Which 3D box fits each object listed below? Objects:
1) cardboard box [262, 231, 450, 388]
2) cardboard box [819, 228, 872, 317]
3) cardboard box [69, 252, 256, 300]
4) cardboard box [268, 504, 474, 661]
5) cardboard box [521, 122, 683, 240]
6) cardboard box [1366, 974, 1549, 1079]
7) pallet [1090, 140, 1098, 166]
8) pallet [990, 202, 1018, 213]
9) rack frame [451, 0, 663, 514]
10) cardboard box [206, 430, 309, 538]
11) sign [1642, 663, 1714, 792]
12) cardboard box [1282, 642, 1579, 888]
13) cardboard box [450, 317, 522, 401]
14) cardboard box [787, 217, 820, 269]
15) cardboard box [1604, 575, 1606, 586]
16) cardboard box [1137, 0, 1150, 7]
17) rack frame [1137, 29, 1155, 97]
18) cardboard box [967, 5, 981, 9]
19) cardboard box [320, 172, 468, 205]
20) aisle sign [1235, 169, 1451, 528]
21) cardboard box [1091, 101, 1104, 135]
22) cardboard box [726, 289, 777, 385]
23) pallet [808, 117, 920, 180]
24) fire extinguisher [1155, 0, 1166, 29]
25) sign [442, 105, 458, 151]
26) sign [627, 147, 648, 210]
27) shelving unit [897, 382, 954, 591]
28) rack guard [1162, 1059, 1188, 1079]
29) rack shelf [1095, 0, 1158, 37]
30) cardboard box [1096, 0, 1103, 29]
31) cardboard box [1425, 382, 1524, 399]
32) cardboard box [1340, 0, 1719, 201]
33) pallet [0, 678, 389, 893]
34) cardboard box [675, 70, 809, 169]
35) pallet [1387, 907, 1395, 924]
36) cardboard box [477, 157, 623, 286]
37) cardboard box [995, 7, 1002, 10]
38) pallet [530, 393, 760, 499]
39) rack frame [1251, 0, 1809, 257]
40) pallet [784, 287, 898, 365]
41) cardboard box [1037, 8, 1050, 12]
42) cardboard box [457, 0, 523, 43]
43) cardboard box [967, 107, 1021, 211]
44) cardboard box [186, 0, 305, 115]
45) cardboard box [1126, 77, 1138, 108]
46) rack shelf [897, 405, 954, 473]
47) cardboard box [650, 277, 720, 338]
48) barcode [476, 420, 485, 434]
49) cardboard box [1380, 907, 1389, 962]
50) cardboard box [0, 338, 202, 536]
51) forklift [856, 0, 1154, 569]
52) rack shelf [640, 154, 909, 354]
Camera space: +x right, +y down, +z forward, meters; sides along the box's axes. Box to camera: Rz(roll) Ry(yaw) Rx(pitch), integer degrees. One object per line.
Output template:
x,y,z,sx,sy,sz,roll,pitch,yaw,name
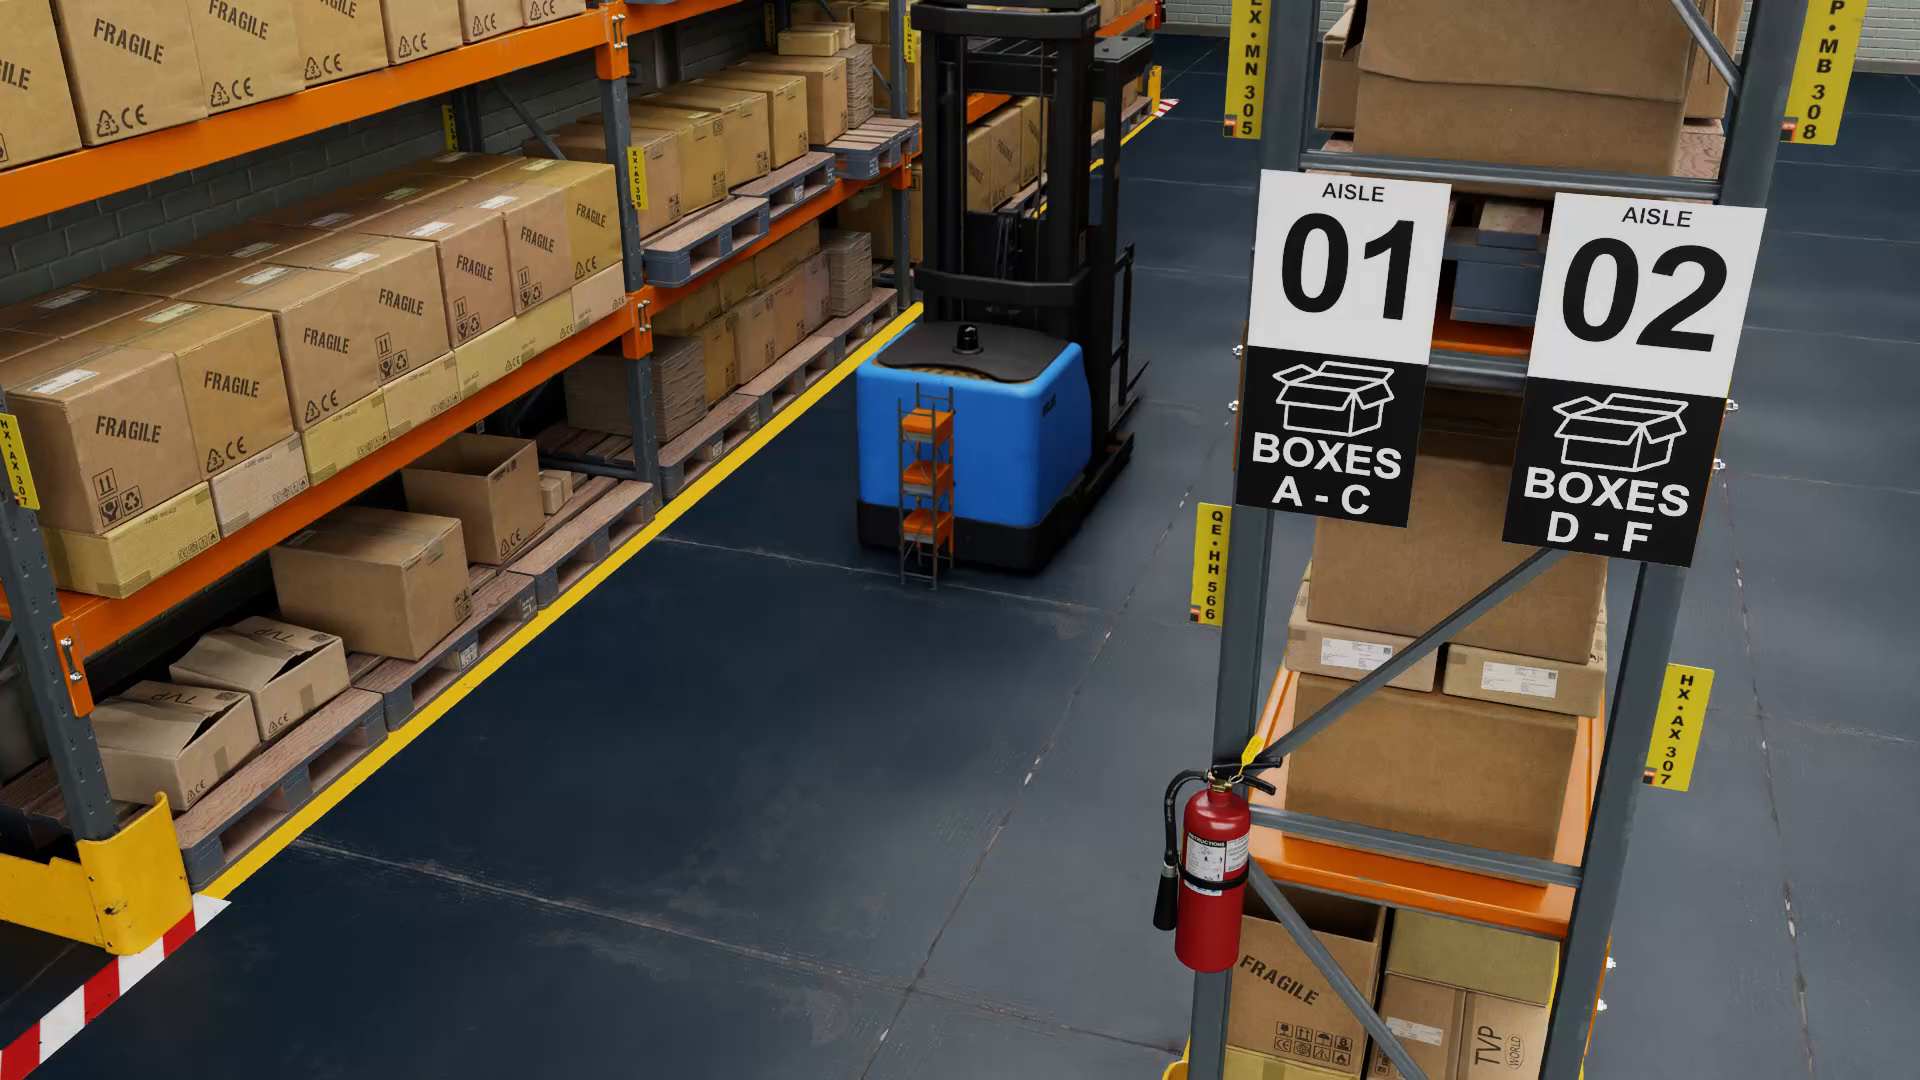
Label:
-2.588,-1.000,7.161,0.500,0.500,0.500,10,27,19,cardboard box
-1.071,-1.998,12.298,0.700,0.500,0.500,9,27,18,cardboard box
-3.241,-0.863,6.879,0.500,0.500,0.500,8,27,16,cardboard box
-2.746,0.186,7.787,0.700,0.500,0.500,7,27,14,cardboard box
-2.010,-2.032,9.385,0.700,0.500,0.500,9,27,18,cardboard box
1.518,1.636,5.102,0.500,0.250,0.500,9,27,17,cardboard box
0.778,-3.918,17.101,1.003,0.211,1.213,9,27,17,pallet
-0.139,-2.786,14.762,1.003,0.211,1.213,9,27,17,pallet
-2.211,-1.585,9.081,1.000,3.000,0.127,9,27,17,rack frame
-2.921,-0.252,6.479,0.500,0.250,0.500,8,27,16,cardboard box
1.651,0.433,3.828,0.100,0.325,0.005,9,27,17,sign
1.297,0.541,4.576,0.700,0.500,0.500,9,27,17,cardboard box
-2.410,-0.875,7.765,0.500,0.250,0.500,9,27,17,cardboard box
-1.320,-2.110,11.670,0.500,0.250,0.500,9,27,18,cardboard box
1.633,0.098,4.747,0.380,0.149,0.250,9,27,18,cardboard box
1.622,-6.440,18.765,0.980,0.700,0.700,10,28,20,cardboard box
1.782,-6.516,19.266,1.000,3.000,0.127,9,27,17,rack frame
-0.145,-4.330,13.412,0.500,0.250,0.500,9,27,18,cardboard box
-2.741,-1.489,8.172,0.500,0.500,0.500,9,27,17,cardboard box
0.831,-0.410,3.671,0.394,0.787,0.004,9,27,17,aisle sign
1.139,-4.645,17.789,0.700,0.500,0.500,9,27,19,cardboard box
-1.650,-1.386,11.034,0.700,0.500,0.500,9,27,18,cardboard box
-1.017,-2.834,11.881,1.213,0.211,1.003,9,27,17,pallet
2.267,-6.309,19.354,0.296,0.674,0.183,9,27,17,fire extinguisher
-2.736,-2.185,8.992,0.100,0.325,0.005,9,27,17,sign
-1.697,-1.899,8.736,0.100,0.325,0.005,9,27,17,sign
-0.174,-0.272,8.607,0.215,1.050,0.252,9,27,18,shelving unit
1.122,1.911,4.730,1.175,0.500,0.348,9,27,17,rack guard
1.116,-5.370,17.725,1.077,0.370,4.000,9,27,17,rack shelf
0.895,-5.527,16.879,0.980,0.700,0.700,8,27,16,cardboard box
1.485,-0.282,4.786,0.700,0.500,0.500,8,27,16,cardboard box
1.325,-1.108,3.894,0.797,0.503,0.637,11,28,21,cardboard box
-3.214,0.954,7.037,1.003,0.211,1.213,9,27,17,pallet
-1.421,-2.762,10.892,0.700,0.500,0.500,9,27,17,cardboard box
1.753,1.211,6.507,1.003,0.211,1.213,9,27,17,pallet
-2.077,-1.625,8.452,0.500,0.500,0.500,9,27,17,cardboard box
0.038,-4.212,14.028,0.500,0.500,0.500,10,27,19,cardboard box
-1.954,-0.650,10.350,1.003,0.211,1.213,9,27,17,pallet
1.130,-1.924,2.898,1.000,3.000,0.127,9,27,17,rack frame
-1.142,-1.653,12.421,1.003,0.211,1.213,9,27,17,pallet
0.535,-4.834,15.313,0.500,0.500,0.500,8,27,17,cardboard box
-2.327,-2.540,7.473,0.500,0.500,0.500,6,27,13,cardboard box
0.064,-3.442,14.902,0.750,0.750,0.750,10,27,19,cardboard box
-2.814,-1.876,6.102,0.500,0.500,0.500,10,28,20,cardboard box
1.643,-5.278,19.095,0.700,0.500,0.500,9,27,17,cardboard box
-0.174,-0.518,8.488,0.215,0.259,0.240,9,27,18,rack shelf
-1.839,-1.482,10.371,0.500,0.250,0.500,8,27,16,cardboard box
-2.617,-0.615,9.074,0.001,0.075,0.075,9,27,17,barcode
1.185,1.354,5.685,0.500,0.250,0.500,9,27,17,cardboard box
-3.100,-0.373,5.866,0.500,0.500,0.500,9,27,18,cardboard box
0.432,-1.786,9.576,1.130,2.935,3.031,9,27,18,forklift
-1.546,-2.083,10.935,1.077,0.370,4.000,9,27,17,rack shelf
